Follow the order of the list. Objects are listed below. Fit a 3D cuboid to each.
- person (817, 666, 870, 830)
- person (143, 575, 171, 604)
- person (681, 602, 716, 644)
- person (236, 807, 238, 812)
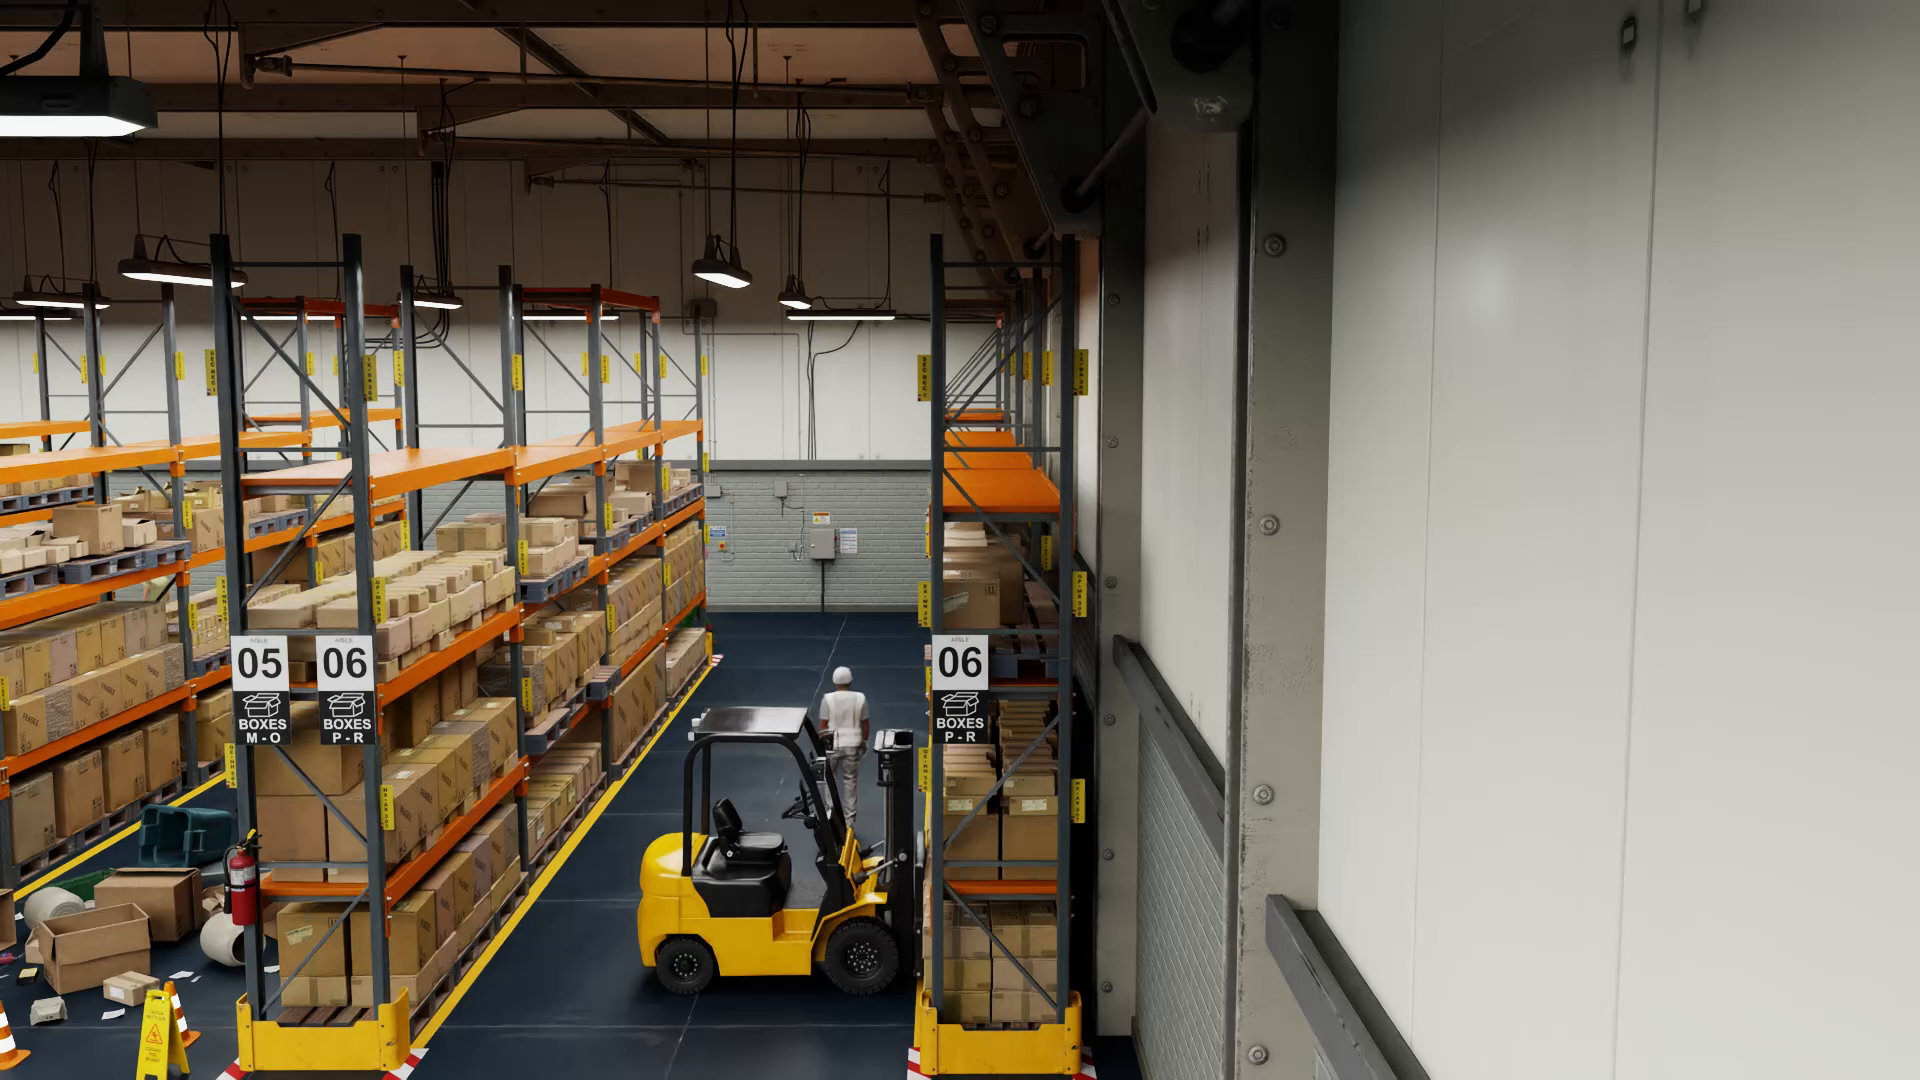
[{"bbox_3d":[-1.278,2.287,18.251,0.599,1.817,0.556,-2,7,-14],"label":"person"},{"bbox_3d":[-13.954,1.128,28.985,0.435,1.656,0.471,3,7,23],"label":"person"},{"bbox_3d":[-4.794,1.030,29.514,0.927,1.754,0.596,-3,7,-22],"label":"person"},{"bbox_3d":[-7.855,2.259,18.764,0.592,1.695,0.637,0,6,2],"label":"person"}]
